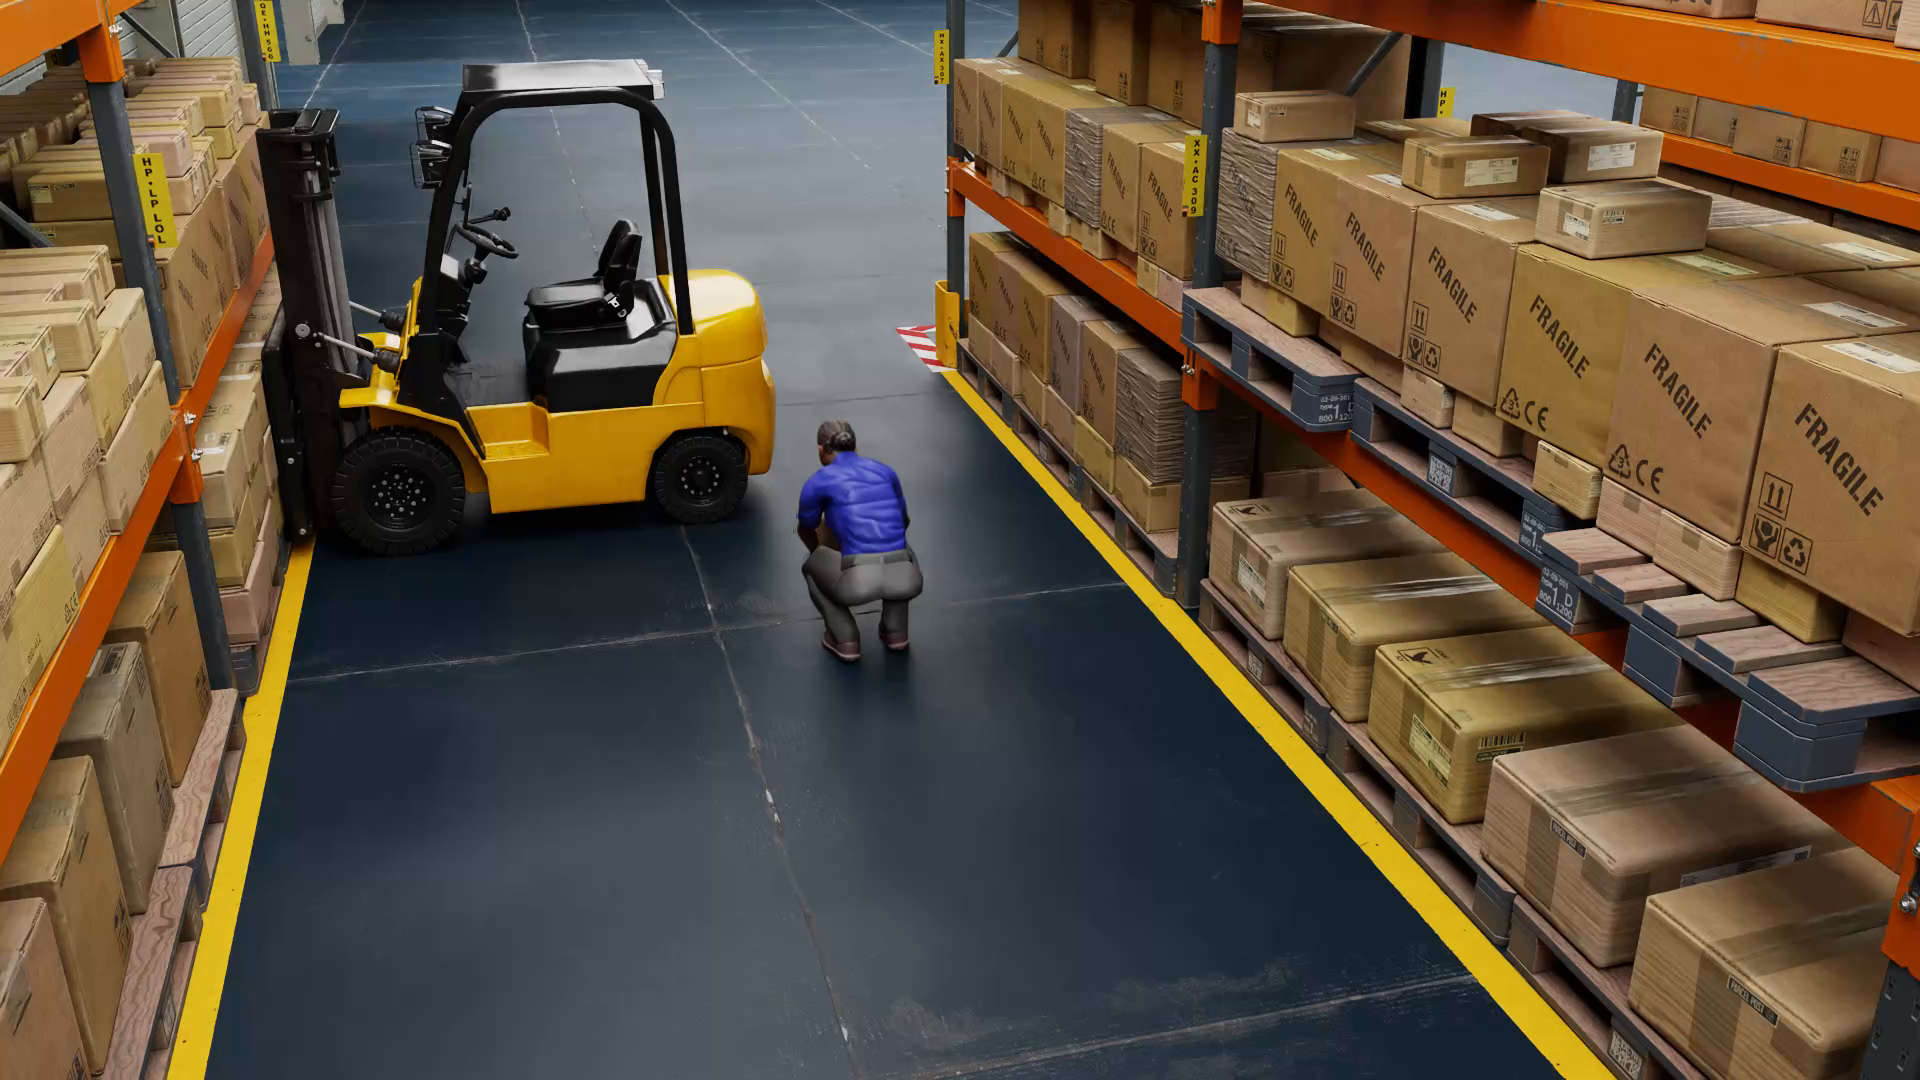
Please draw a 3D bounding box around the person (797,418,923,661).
[{"bbox_3d":[-0.421,-0.018,7.099,0.505,0.926,0.811,-6,24,-15],"label":"person"}]
